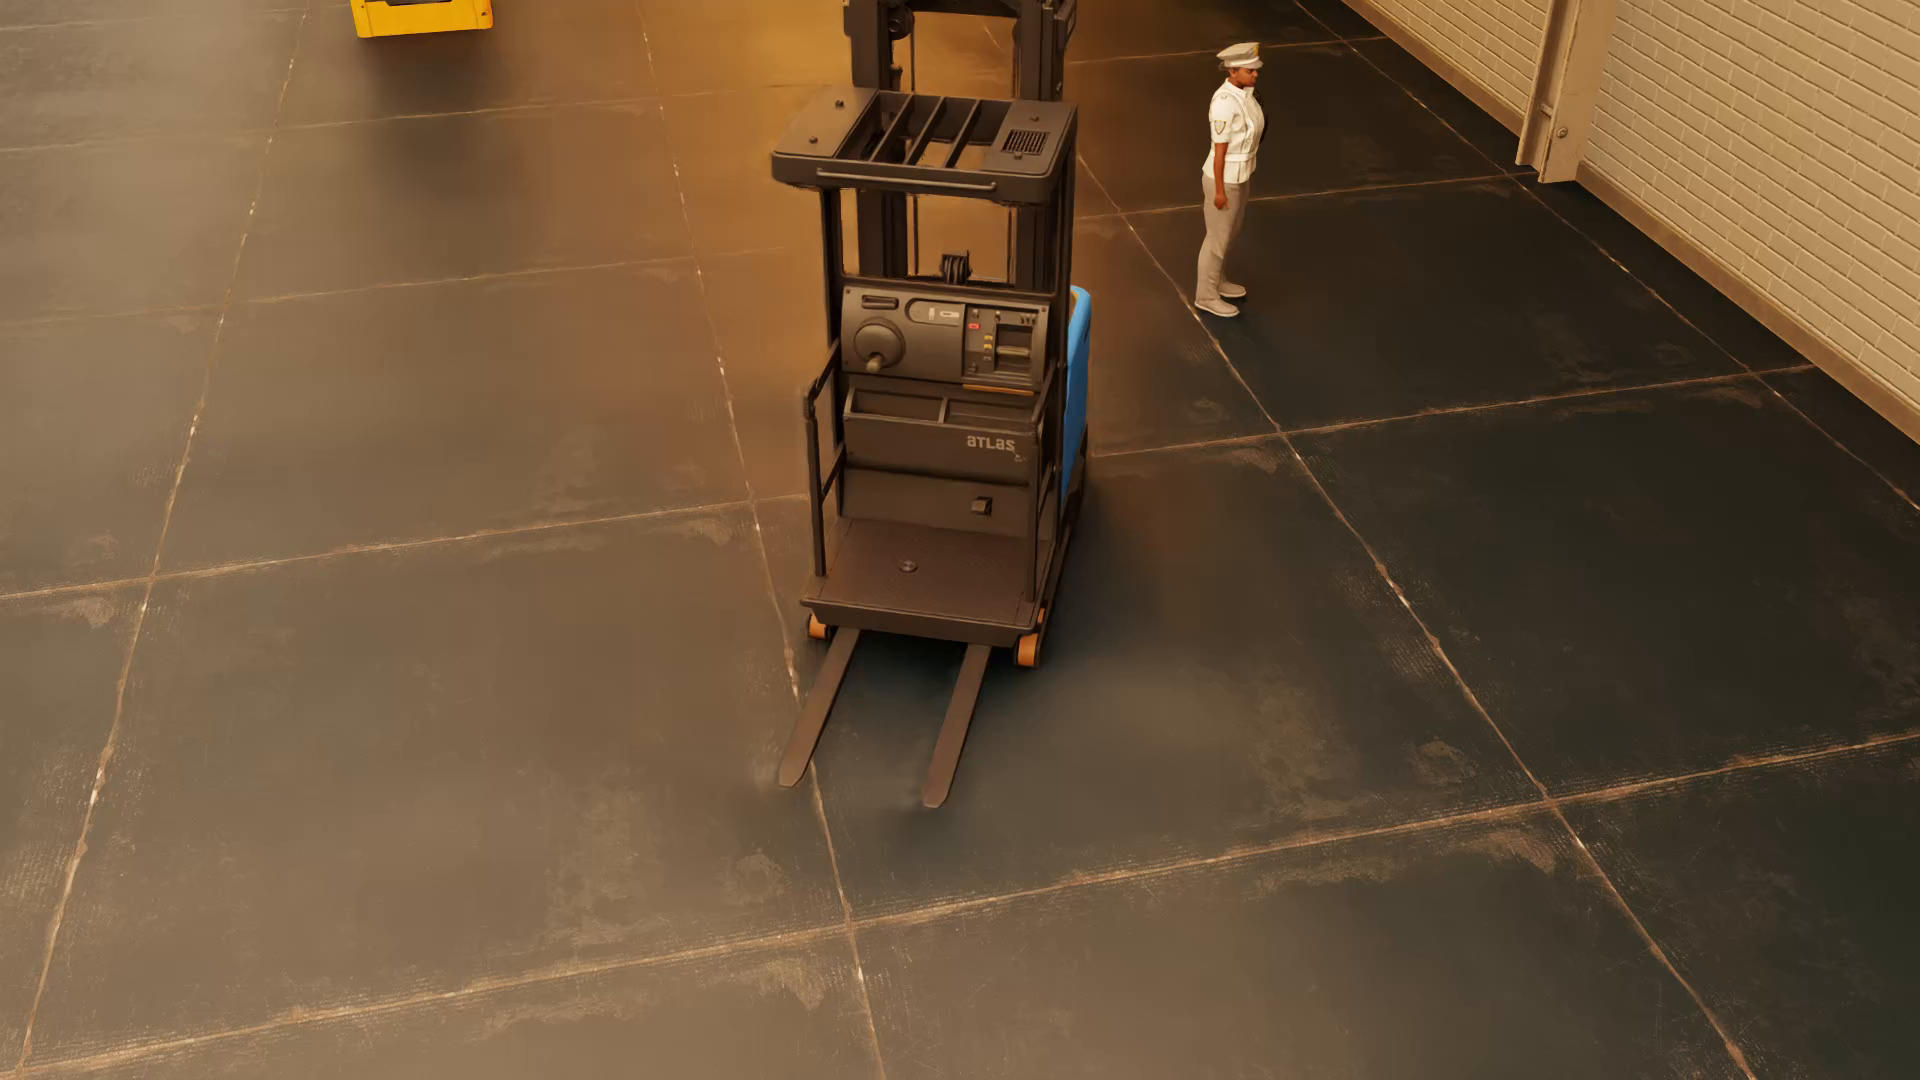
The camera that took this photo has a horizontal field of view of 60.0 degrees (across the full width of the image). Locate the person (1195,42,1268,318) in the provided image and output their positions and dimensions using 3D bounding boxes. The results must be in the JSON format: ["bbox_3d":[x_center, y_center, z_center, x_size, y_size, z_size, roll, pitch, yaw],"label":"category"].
[{"bbox_3d":[1.665,-2.228,10.214,0.345,1.689,0.462,13,38,18],"label":"person"}]

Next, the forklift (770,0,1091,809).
[{"bbox_3d":[-0.111,-0.836,7.213,1.130,2.935,3.031,7,36,9],"label":"forklift"}]
